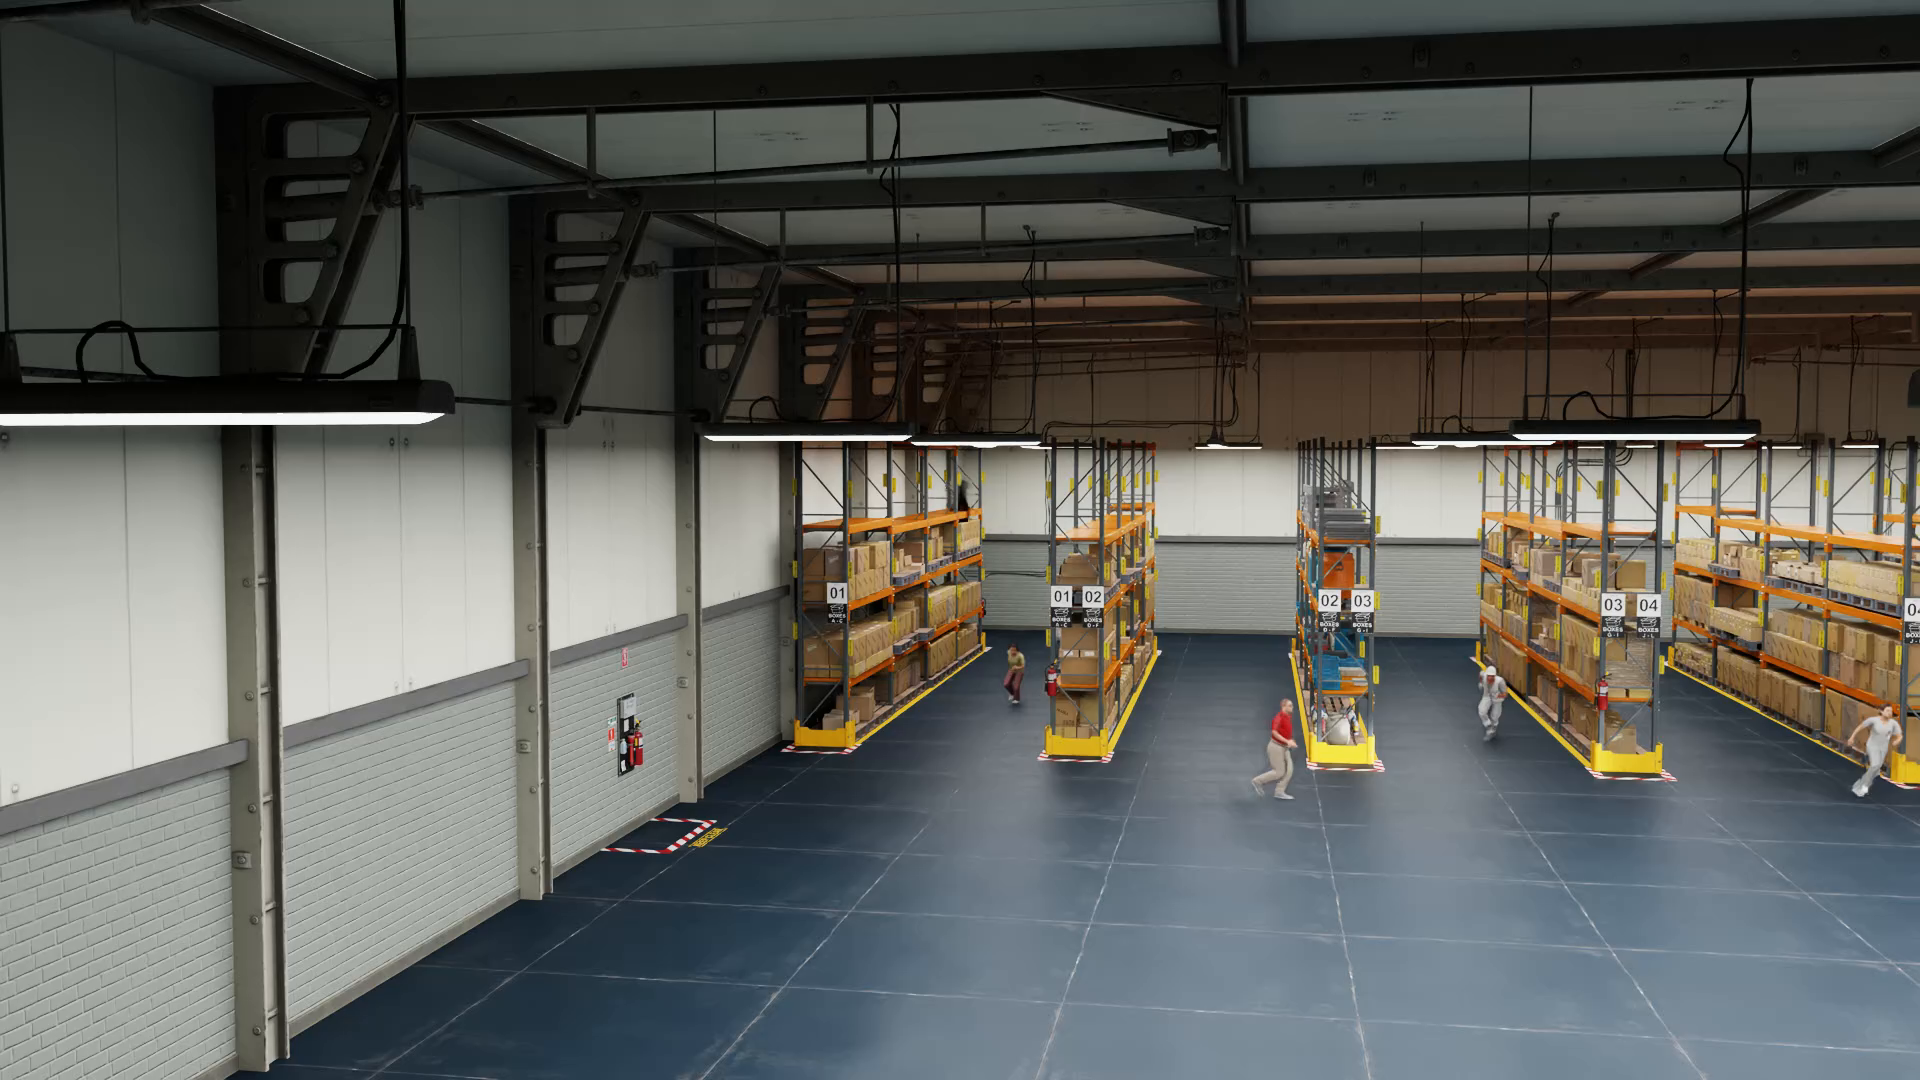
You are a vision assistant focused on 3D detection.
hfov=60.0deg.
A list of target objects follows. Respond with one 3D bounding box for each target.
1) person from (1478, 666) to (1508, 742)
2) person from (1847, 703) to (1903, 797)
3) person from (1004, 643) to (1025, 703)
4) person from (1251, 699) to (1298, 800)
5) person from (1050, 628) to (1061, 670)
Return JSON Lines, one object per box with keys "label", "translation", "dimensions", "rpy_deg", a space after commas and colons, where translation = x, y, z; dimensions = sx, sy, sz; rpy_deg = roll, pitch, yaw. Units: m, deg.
{"label": "person", "translation": [10.576, 3.218, 33.002], "dimensions": [0.666, 1.532, 1.179], "rpy_deg": [2, 3, 30]}
{"label": "person", "translation": [15.219, 3.490, 27.572], "dimensions": [0.721, 1.582, 0.668], "rpy_deg": [0, 3, 0]}
{"label": "person", "translation": [1.243, 3.008, 37.506], "dimensions": [0.600, 1.435, 0.919], "rpy_deg": [1, 3, 23]}
{"label": "person", "translation": [5.213, 3.444, 27.427], "dimensions": [0.772, 1.677, 0.663], "rpy_deg": [1, 3, 26]}
{"label": "person", "translation": [2.631, 2.578, 43.845], "dimensions": [0.640, 1.653, 0.642], "rpy_deg": [1, 3, 25]}
